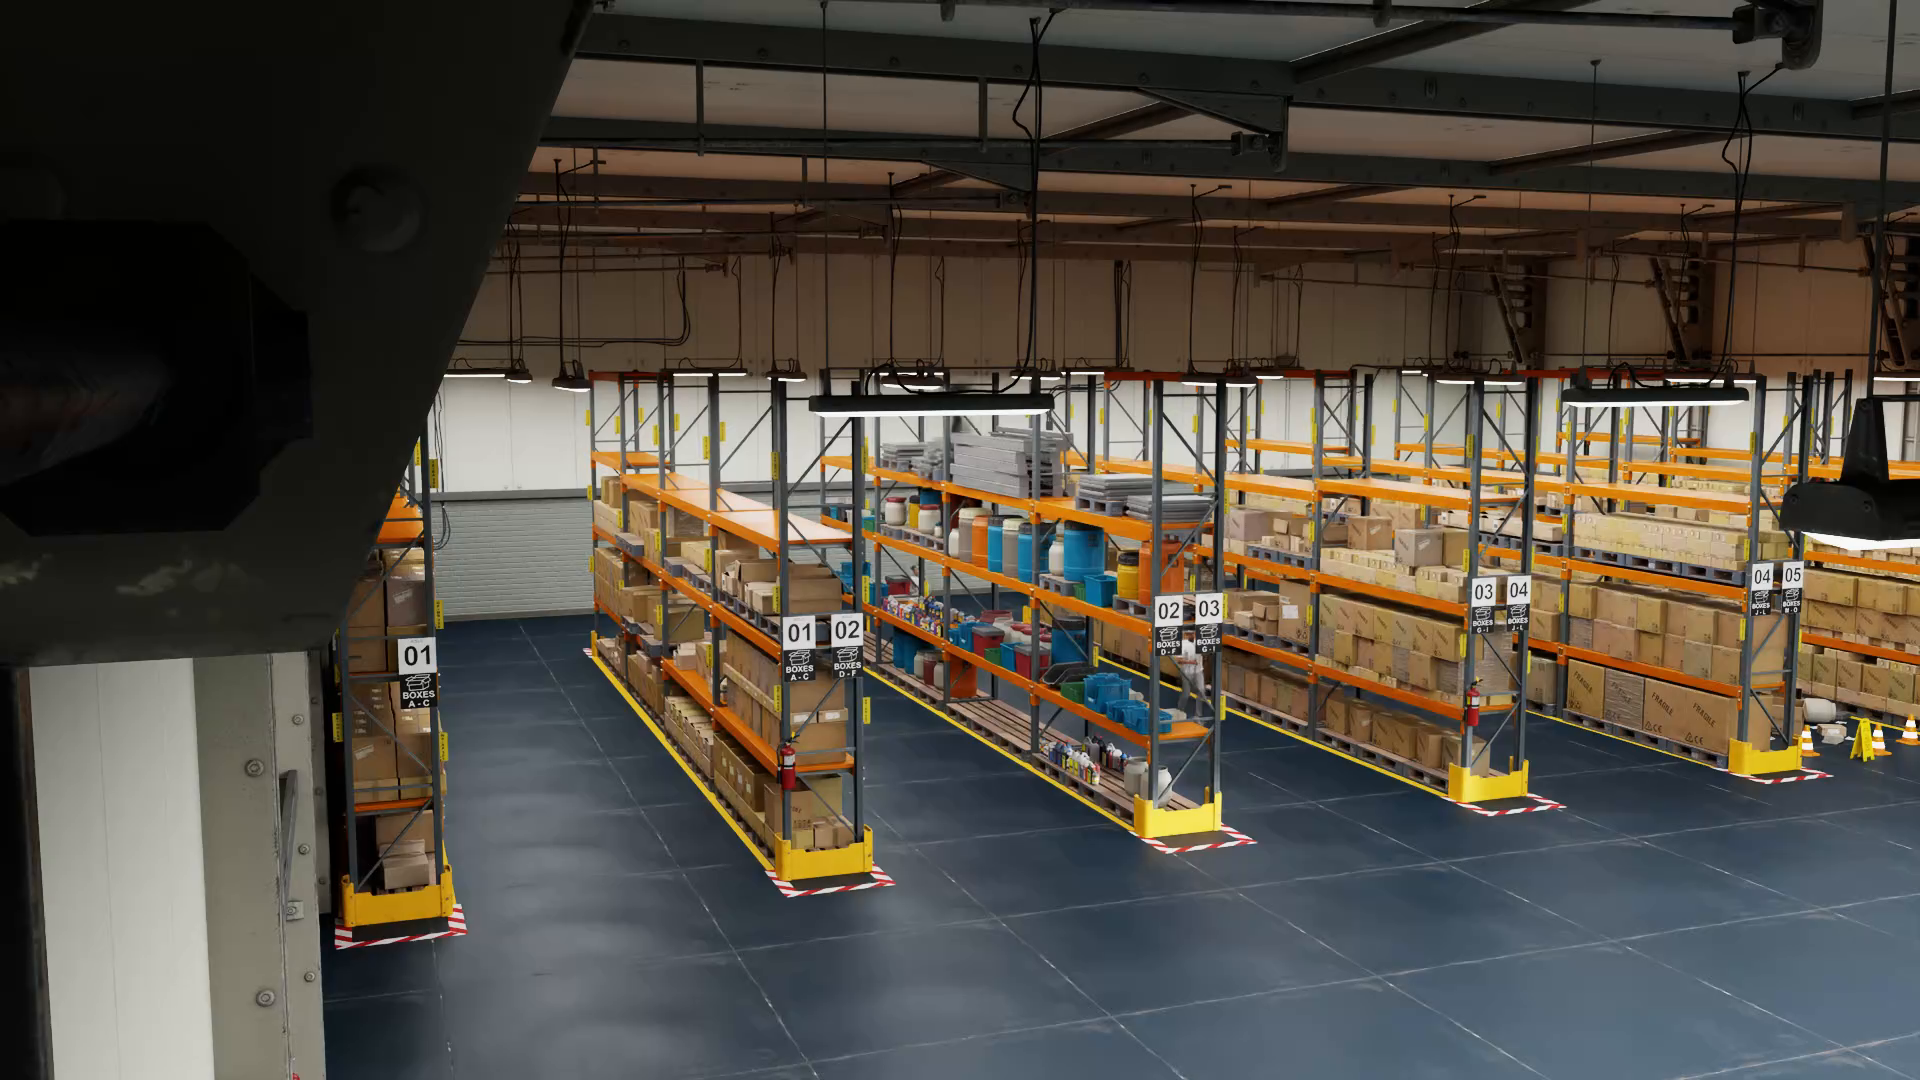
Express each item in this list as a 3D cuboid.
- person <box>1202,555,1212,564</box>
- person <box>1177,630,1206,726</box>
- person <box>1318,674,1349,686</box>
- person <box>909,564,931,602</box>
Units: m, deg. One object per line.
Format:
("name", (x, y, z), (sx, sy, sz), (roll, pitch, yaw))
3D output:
("person", (6.044, 0.804, 41.934), (0.640, 1.690, 0.637), (5, 8, 35))
("person", (4.004, 2.315, 28.678), (0.583, 1.736, 0.765), (-2, 7, -14))
("person", (7.208, 1.891, 32.013), (0.684, 1.775, 0.794), (-4, 8, -34))
("person", (-0.910, 1.352, 37.228), (0.676, 1.657, 0.770), (-5, 8, -37))
